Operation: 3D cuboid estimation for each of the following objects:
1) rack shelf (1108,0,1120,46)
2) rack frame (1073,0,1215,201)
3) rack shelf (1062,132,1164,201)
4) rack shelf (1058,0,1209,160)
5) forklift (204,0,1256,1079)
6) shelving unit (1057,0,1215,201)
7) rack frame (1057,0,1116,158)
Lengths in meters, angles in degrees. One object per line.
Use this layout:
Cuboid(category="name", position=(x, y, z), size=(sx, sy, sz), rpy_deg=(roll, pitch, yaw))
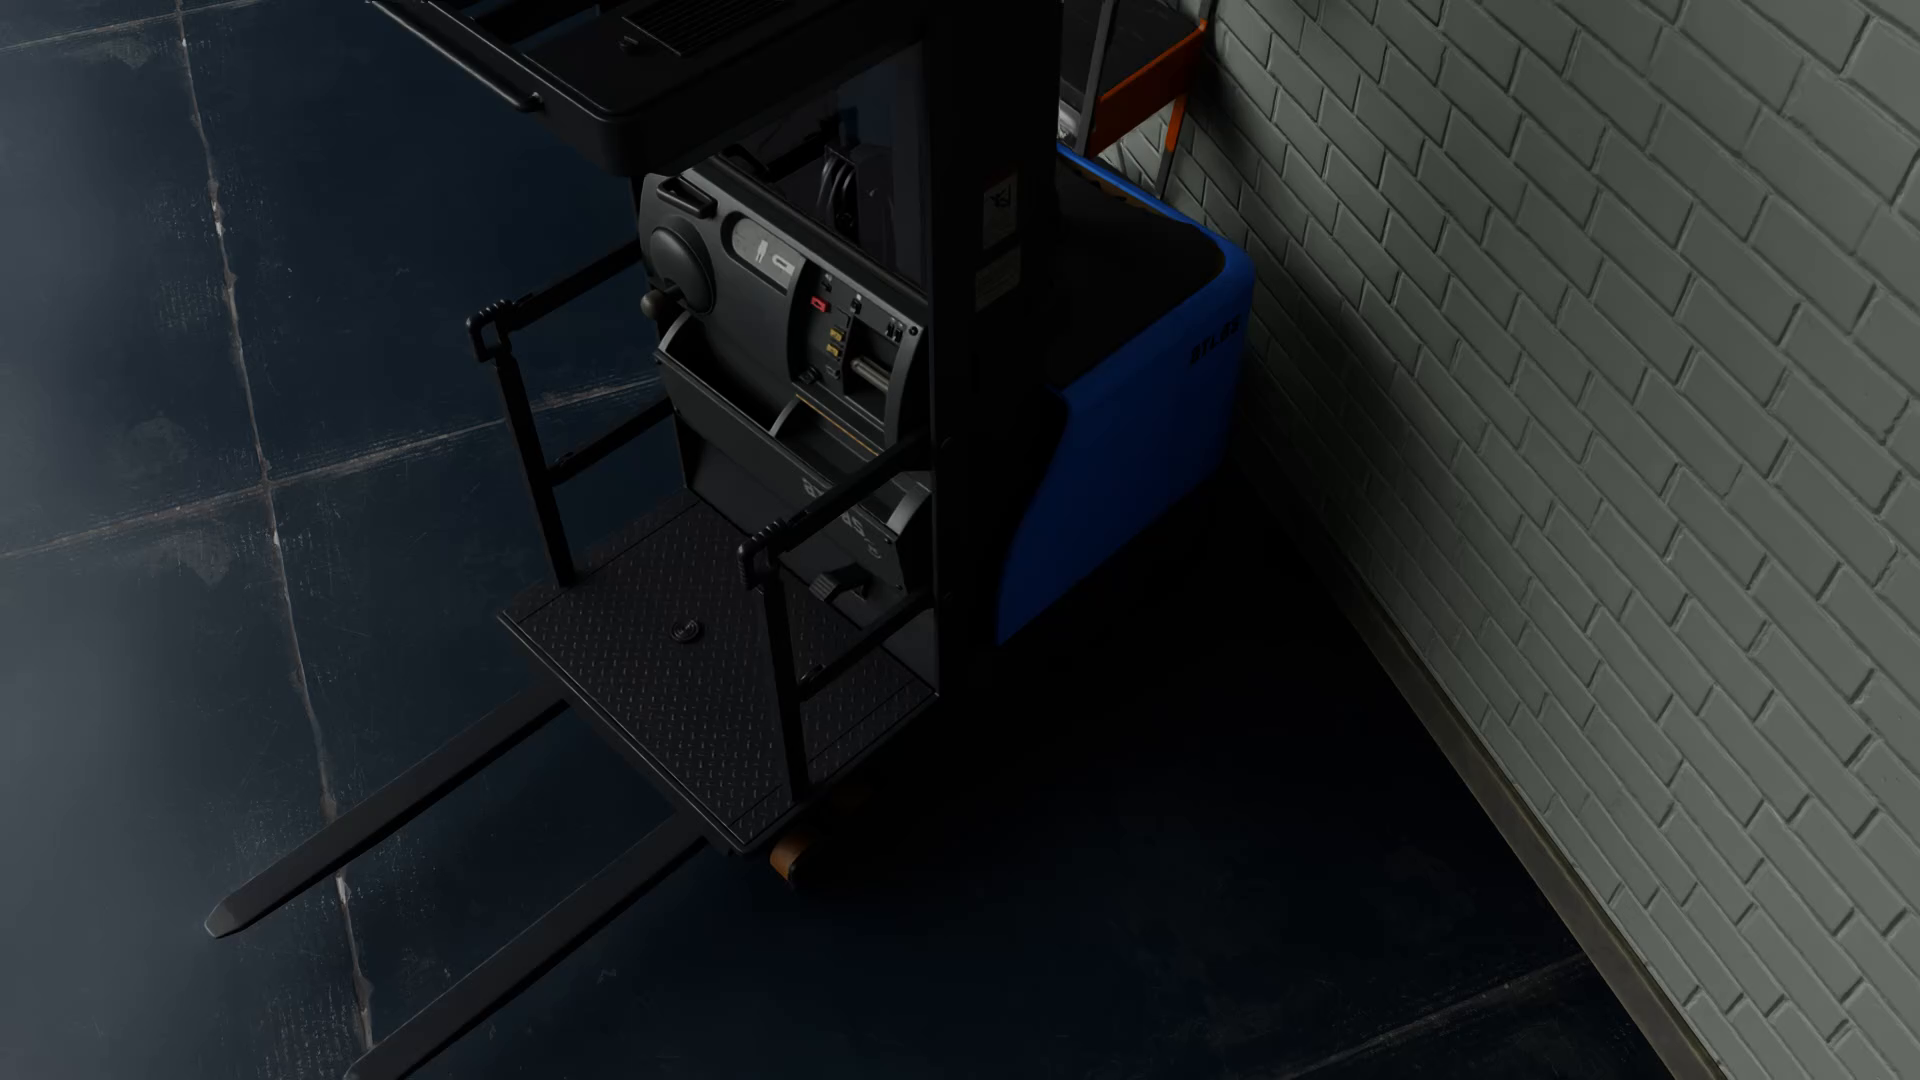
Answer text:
Cuboid(category="rack shelf", position=(0.440, -1.721, 4.390), size=(0.431, 0.518, 0.480), rpy_deg=(41, 63, 19))
Cuboid(category="rack frame", position=(0.556, -1.498, 5.074), size=(0.400, 2.100, 0.015), rpy_deg=(41, 63, 19))
Cuboid(category="rack shelf", position=(0.329, -0.980, 5.573), size=(0.431, 0.518, 0.480), rpy_deg=(41, 63, 19))
Cuboid(category="rack shelf", position=(0.384, -1.351, 4.982), size=(0.431, 0.518, 0.480), rpy_deg=(41, 63, 19))
Cuboid(category="forklift", position=(-0.577, -0.487, 3.737), size=(3.031, 2.935, 1.130), rpy_deg=(-37, 59, -27))
Cuboid(category="shelving unit", position=(0.385, -1.358, 4.970), size=(0.431, 2.100, 0.503), rpy_deg=(41, 63, 19))
Cuboid(category="rack frame", position=(0.215, -1.217, 4.866), size=(0.400, 2.100, 0.015), rpy_deg=(41, 63, 19))
